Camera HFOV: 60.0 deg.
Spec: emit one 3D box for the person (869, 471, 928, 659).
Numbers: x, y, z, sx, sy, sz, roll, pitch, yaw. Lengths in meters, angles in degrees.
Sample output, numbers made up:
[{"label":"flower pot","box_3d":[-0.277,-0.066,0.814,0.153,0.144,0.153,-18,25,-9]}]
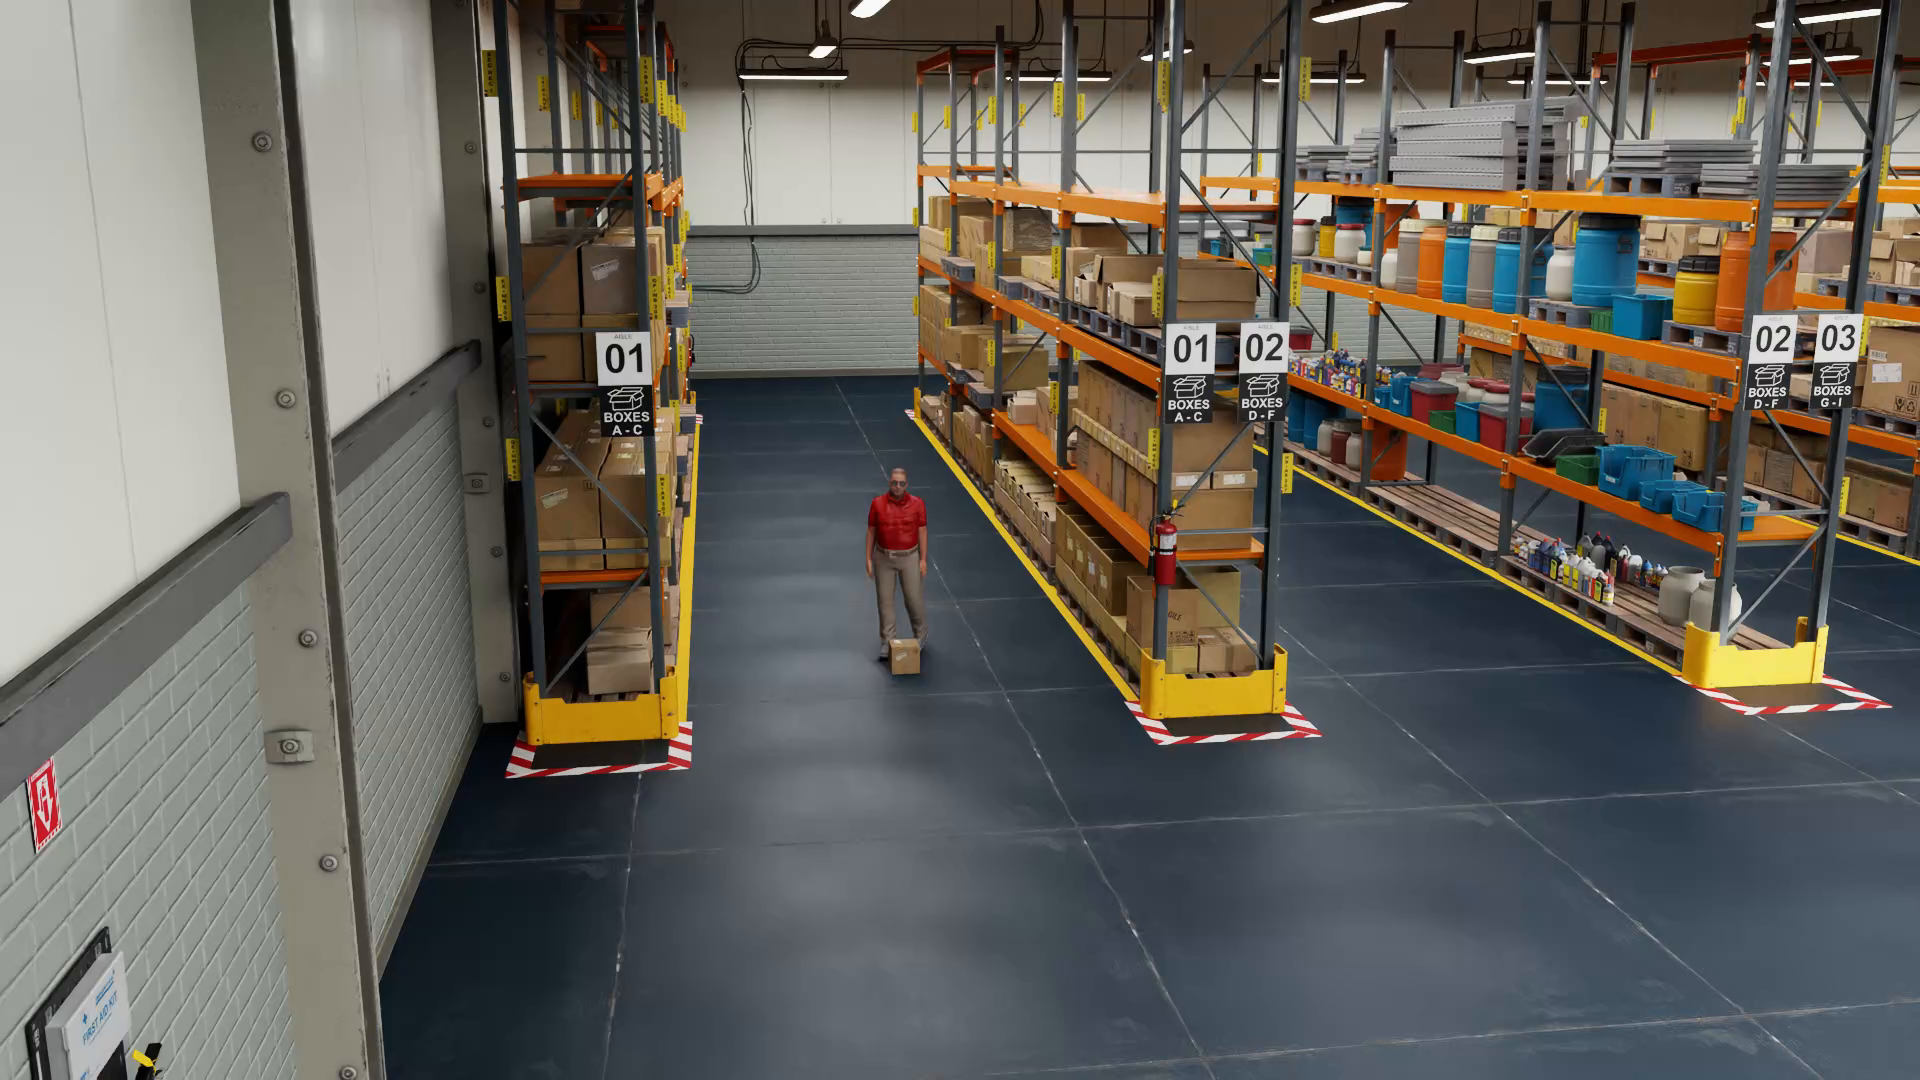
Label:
[{"label":"person","box_3d":[-0.548,0.215,15.129,0.532,1.719,0.357,-2,13,-7]}]
